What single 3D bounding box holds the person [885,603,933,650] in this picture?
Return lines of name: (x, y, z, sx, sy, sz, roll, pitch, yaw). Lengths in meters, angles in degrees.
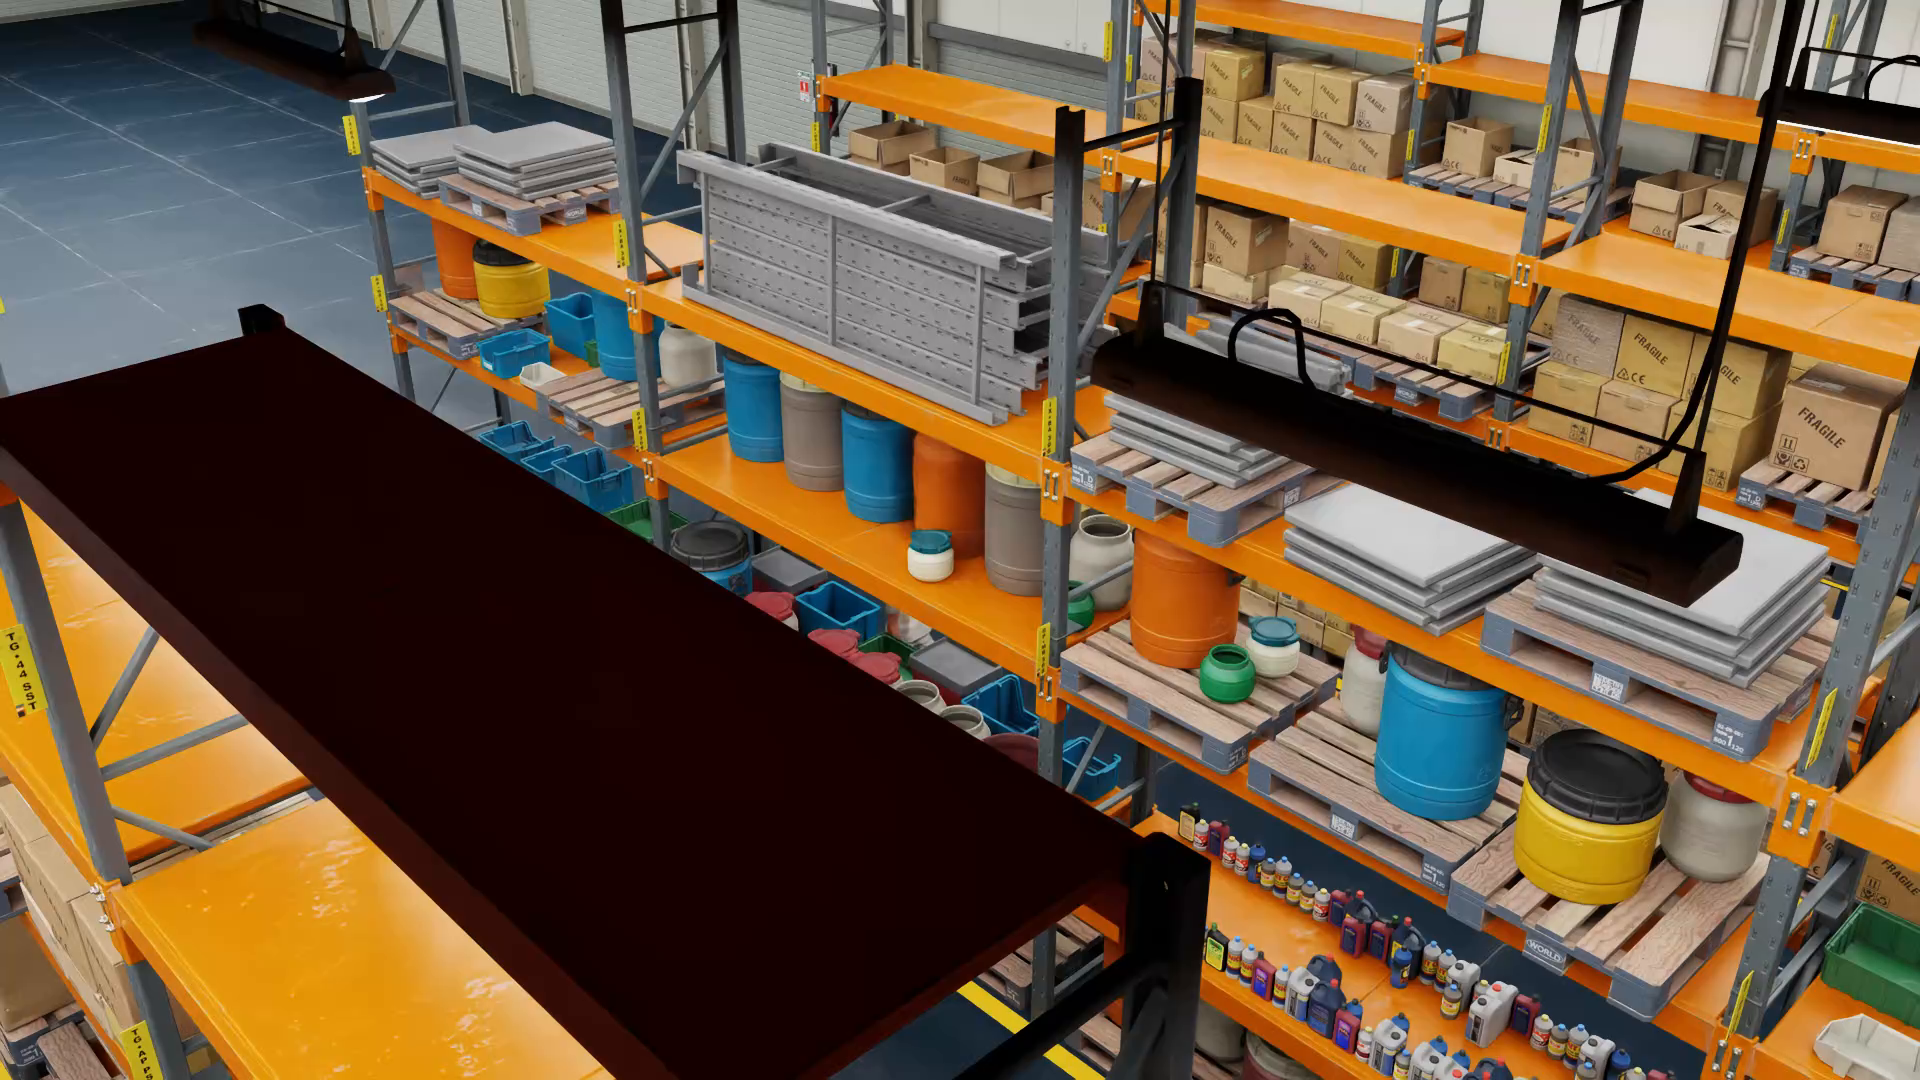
person: (-0.482, 0.716, 13.693, 0.656, 1.747, 0.980, -25, 37, -38)
